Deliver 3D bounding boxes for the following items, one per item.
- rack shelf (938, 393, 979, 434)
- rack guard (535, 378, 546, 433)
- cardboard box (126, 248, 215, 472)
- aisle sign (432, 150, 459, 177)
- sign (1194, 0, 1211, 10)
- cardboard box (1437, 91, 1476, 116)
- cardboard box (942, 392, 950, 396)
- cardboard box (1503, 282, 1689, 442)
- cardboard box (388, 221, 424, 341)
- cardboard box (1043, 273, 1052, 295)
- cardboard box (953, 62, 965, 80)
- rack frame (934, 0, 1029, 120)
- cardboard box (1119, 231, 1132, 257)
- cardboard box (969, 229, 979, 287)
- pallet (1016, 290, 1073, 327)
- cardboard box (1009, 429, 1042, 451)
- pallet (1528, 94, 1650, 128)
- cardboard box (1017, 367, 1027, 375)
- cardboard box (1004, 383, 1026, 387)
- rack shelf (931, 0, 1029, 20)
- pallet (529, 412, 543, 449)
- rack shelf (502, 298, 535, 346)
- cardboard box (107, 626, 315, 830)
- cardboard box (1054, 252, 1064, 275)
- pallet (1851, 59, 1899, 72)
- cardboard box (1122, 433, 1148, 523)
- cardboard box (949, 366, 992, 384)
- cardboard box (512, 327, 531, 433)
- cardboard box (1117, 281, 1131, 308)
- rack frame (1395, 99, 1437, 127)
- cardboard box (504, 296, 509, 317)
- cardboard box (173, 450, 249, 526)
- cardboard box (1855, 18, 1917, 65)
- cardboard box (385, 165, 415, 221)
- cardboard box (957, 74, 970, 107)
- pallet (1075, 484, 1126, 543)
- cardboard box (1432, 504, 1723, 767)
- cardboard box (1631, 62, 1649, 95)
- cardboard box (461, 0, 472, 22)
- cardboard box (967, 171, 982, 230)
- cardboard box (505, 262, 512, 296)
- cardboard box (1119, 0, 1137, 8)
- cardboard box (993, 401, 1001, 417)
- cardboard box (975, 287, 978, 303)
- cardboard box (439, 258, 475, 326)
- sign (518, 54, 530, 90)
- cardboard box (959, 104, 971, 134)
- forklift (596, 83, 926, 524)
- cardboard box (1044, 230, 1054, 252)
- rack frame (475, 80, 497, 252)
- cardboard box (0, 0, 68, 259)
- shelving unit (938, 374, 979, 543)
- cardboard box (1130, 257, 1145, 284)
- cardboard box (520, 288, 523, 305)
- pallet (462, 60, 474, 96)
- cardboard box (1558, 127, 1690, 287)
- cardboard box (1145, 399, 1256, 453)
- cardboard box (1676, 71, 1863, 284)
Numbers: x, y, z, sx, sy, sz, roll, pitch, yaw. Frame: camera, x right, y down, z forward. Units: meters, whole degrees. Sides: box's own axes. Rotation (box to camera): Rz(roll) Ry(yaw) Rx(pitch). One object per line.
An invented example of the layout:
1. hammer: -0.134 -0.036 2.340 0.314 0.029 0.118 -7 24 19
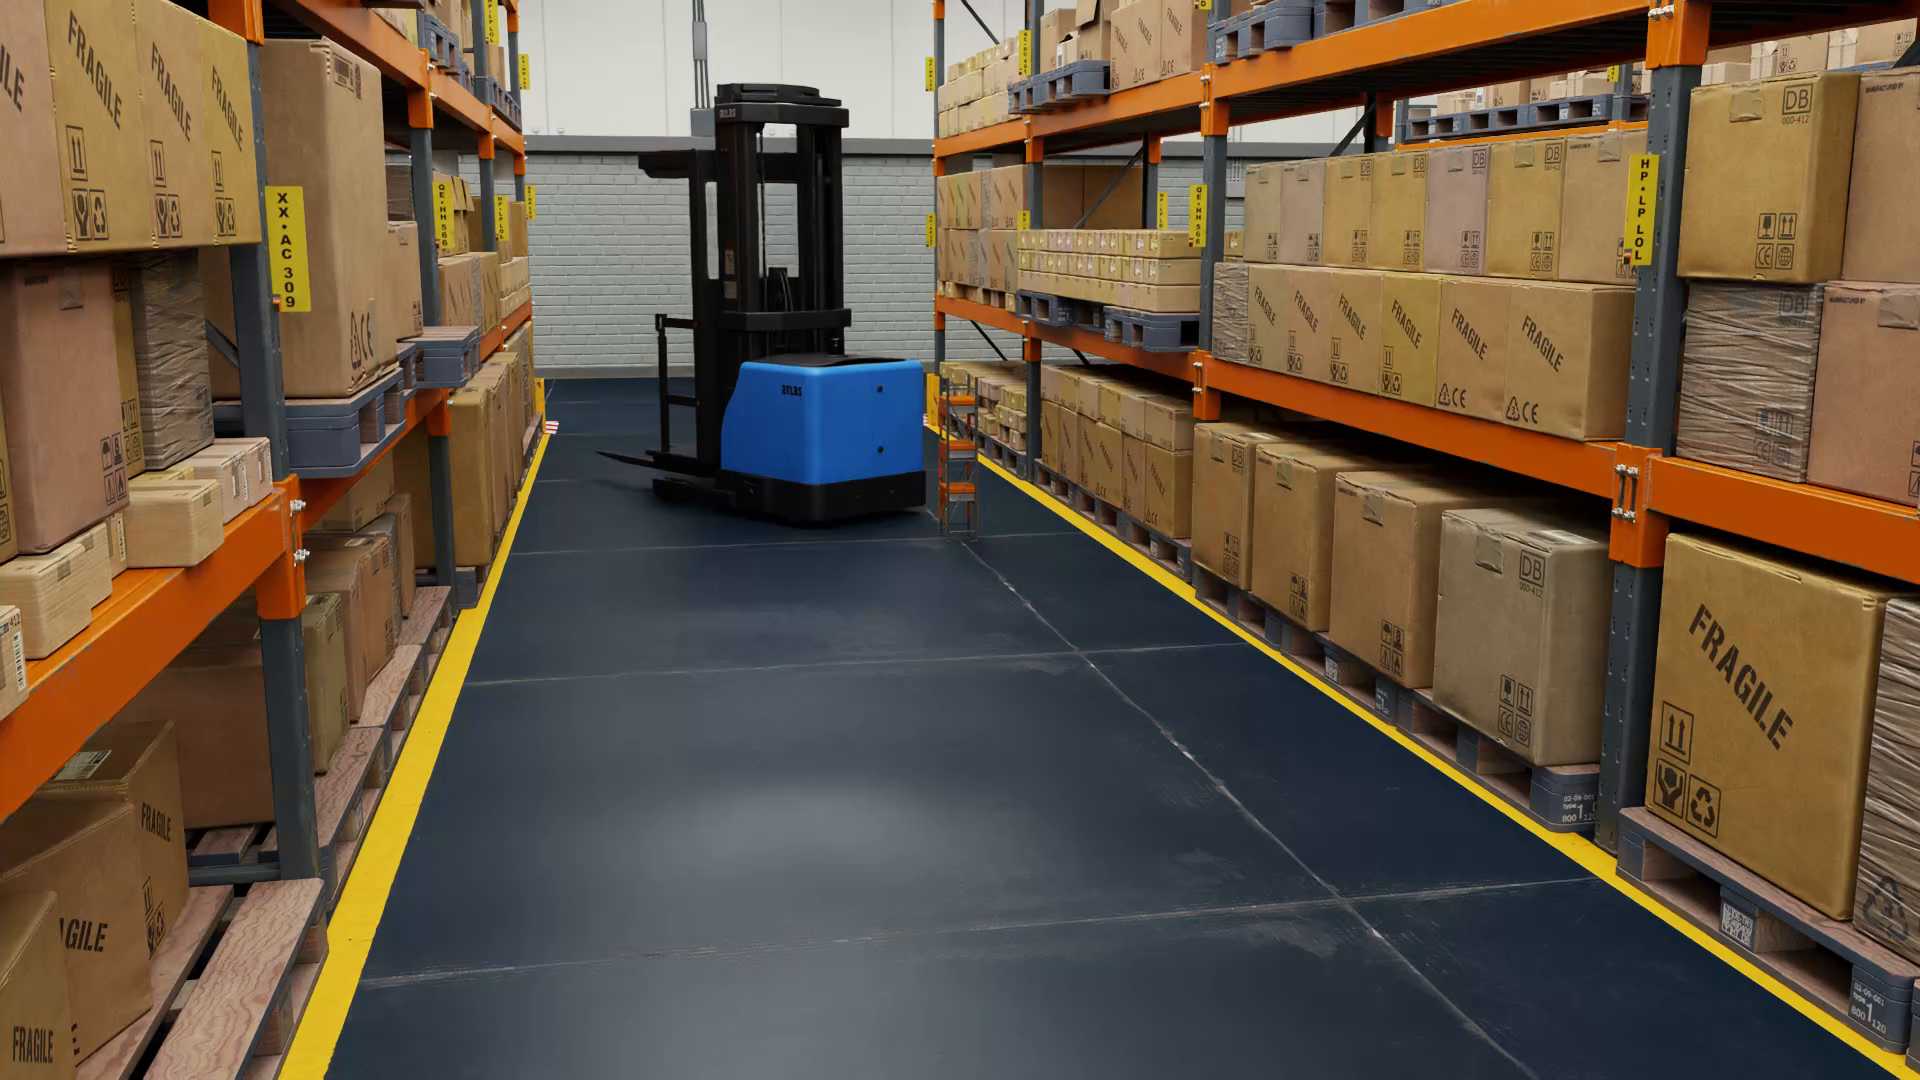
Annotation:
1. rack shelf: -0.010 -0.794 10.599 0.215 0.259 0.240 -2 11 -11
2. rack guard: -4.646 -1.298 16.177 1.175 0.500 0.348 -2 11 -11
3. cardboard box: -2.280 -0.431 3.874 0.875 0.500 0.500 -2 11 -11
4. aisle sign: -4.949 -3.801 15.689 0.394 0.787 0.004 -2 11 -11
5. sign: 1.267 -2.924 8.631 0.100 0.325 0.005 -2 11 -11
6. cardboard box: 5.255 -4.458 17.082 0.500 0.250 0.500 -3 11 -16
7. cardboard box: 0.032 -1.381 16.432 0.380 0.149 0.250 -2 11 -10
8. cardboard box: 2.214 -0.617 5.650 0.500 0.500 0.500 -2 11 -11
9. cardboard box: -2.734 -1.113 7.131 0.700 0.500 0.500 0 11 -3
10. cardboard box: 0.799 -1.801 11.683 0.380 0.149 0.250 -2 11 -10
11. cardboard box: 0.143 -4.312 15.305 0.380 0.149 0.250 -2 11 -10
12. rack frame: 0.244 -5.630 16.210 1.000 3.000 0.127 -2 11 -11
13. cardboard box: 1.157 -1.758 9.870 0.380 0.149 0.250 -2 11 -9
14. cardboard box: 0.377 -2.505 14.773 0.500 0.500 0.500 -2 11 -12
15. pallet: 1.028 -1.710 12.170 1.003 0.211 1.213 -2 11 -11
16. cardboard box: 0.611 -0.815 13.456 0.380 0.149 0.250 -2 11 -10
17. pallet: 5.709 -3.728 14.477 1.003 0.211 1.213 -2 11 -11
18. cardboard box: 0.751 -1.552 15.740 0.380 0.149 0.250 -3 11 -13
19. cardboard box: 0.579 -1.244 14.123 0.380 0.149 0.250 -2 11 -9
20. rack shelf: 0.633 -4.908 14.350 1.077 0.370 4.000 -2 11 -11
21. pallet: -4.409 -1.007 15.425 1.003 0.211 1.213 -2 11 -11
22. rack shelf: -4.252 -1.801 14.060 1.077 0.370 4.000 -2 11 -11
23. cardboard box: -2.406 0.578 5.145 0.700 0.500 0.500 -3 11 -15
24. cardboard box: 0.856 -1.898 11.397 0.380 0.149 0.250 -2 11 -9
25. pallet: 6.458 -2.911 10.452 1.213 0.211 1.003 -2 11 -8
26. cardboard box: 1.318 -0.401 10.341 0.500 0.500 0.500 -2 11 -9
27. cardboard box: 0.107 -1.576 15.862 0.380 0.149 0.250 -2 11 -11
28. cardboard box: -4.261 -1.402 14.601 0.875 0.875 0.875 -2 11 -11
29. cardboard box: 1.156 -1.465 9.921 0.380 0.149 0.250 -2 11 -10
30. rack frame: 5.080 -5.829 17.253 1.000 3.000 0.127 -2 11 -11
31. cardboard box: -3.646 -1.779 12.691 0.380 0.149 0.250 -2 11 -13
32. cardboard box: -1.938 -0.122 3.987 0.380 0.149 0.250 -2 11 -11
33. cardboard box: 6.257 -3.318 10.693 0.700 0.500 0.500 -3 11 -14
34. cardboard box: -3.212 -1.731 8.816 0.797 0.503 0.637 -2 11 -9
35. cardboard box: 0.263 -4.050 14.993 0.500 0.250 0.500 -2 11 -10
36. pallet: 1.415 -0.213 11.249 1.003 0.211 1.213 -2 11 -11
37. cardboard box: 2.369 0.306 5.959 1.050 0.750 0.750 -2 11 -11
38. cardboard box: 5.949 -4.042 14.228 0.500 0.500 0.500 -2 11 -10
39. cardboard box: -4.258 -4.297 13.563 0.500 0.250 0.500 -2 11 -13
40. cardboard box: 0.357 -2.996 14.676 0.500 0.500 0.500 -2 11 -13
41. cardboard box: -3.790 -2.047 13.035 0.500 0.250 0.500 -2 11 -11
42. cardboard box: 1.196 -3.414 10.276 0.396 0.266 0.258 -2 11 -11
43. cardboard box: 0.493 -1.141 14.374 0.380 0.149 0.250 -2 11 -10
44. cardboard box: 0.339 -2.204 14.926 0.380 0.149 0.250 -2 11 -9
45. cardboard box: -3.119 -1.390 9.712 0.500 0.500 0.500 -2 11 -12
46. sign: -4.106 -4.408 15.655 0.100 0.325 0.005 -2 11 -11
47. cardboard box: 0.291 -3.800 15.020 0.500 0.250 0.500 -2 11 -13
48. forklift: -1.612 -1.761 12.110 1.130 2.935 3.031 -10 15 -42
49. cardboard box: 0.801 -2.092 11.621 0.380 0.149 0.250 -2 11 -12
50. rack frame: -3.863 -1.788 12.066 1.000 3.000 0.127 -2 11 -11
51. cardboard box: -1.661 -0.659 2.399 0.500 0.500 0.500 -2 11 -11
52. shelving unit: -0.010 -0.526 10.650 0.215 1.050 0.252 -2 11 -11
53. cardboard box: 1.203 -1.568 9.664 0.380 0.149 0.250 -2 11 -9
54. cardboard box: -3.998 -2.110 14.430 0.380 0.149 0.250 -2 11 -11
55. pallet: -3.637 -3.001 10.929 0.805 0.209 1.217 -3 11 -13
56. cardboard box: 2.475 -1.113 5.582 0.700 0.500 0.500 -2 11 -12
57. cardboard box: 1.409 -0.678 9.795 0.500 0.250 0.500 -2 11 -12
58. cardboard box: 2.616 -1.017 4.730 0.875 0.550 0.550 -2 11 -11
